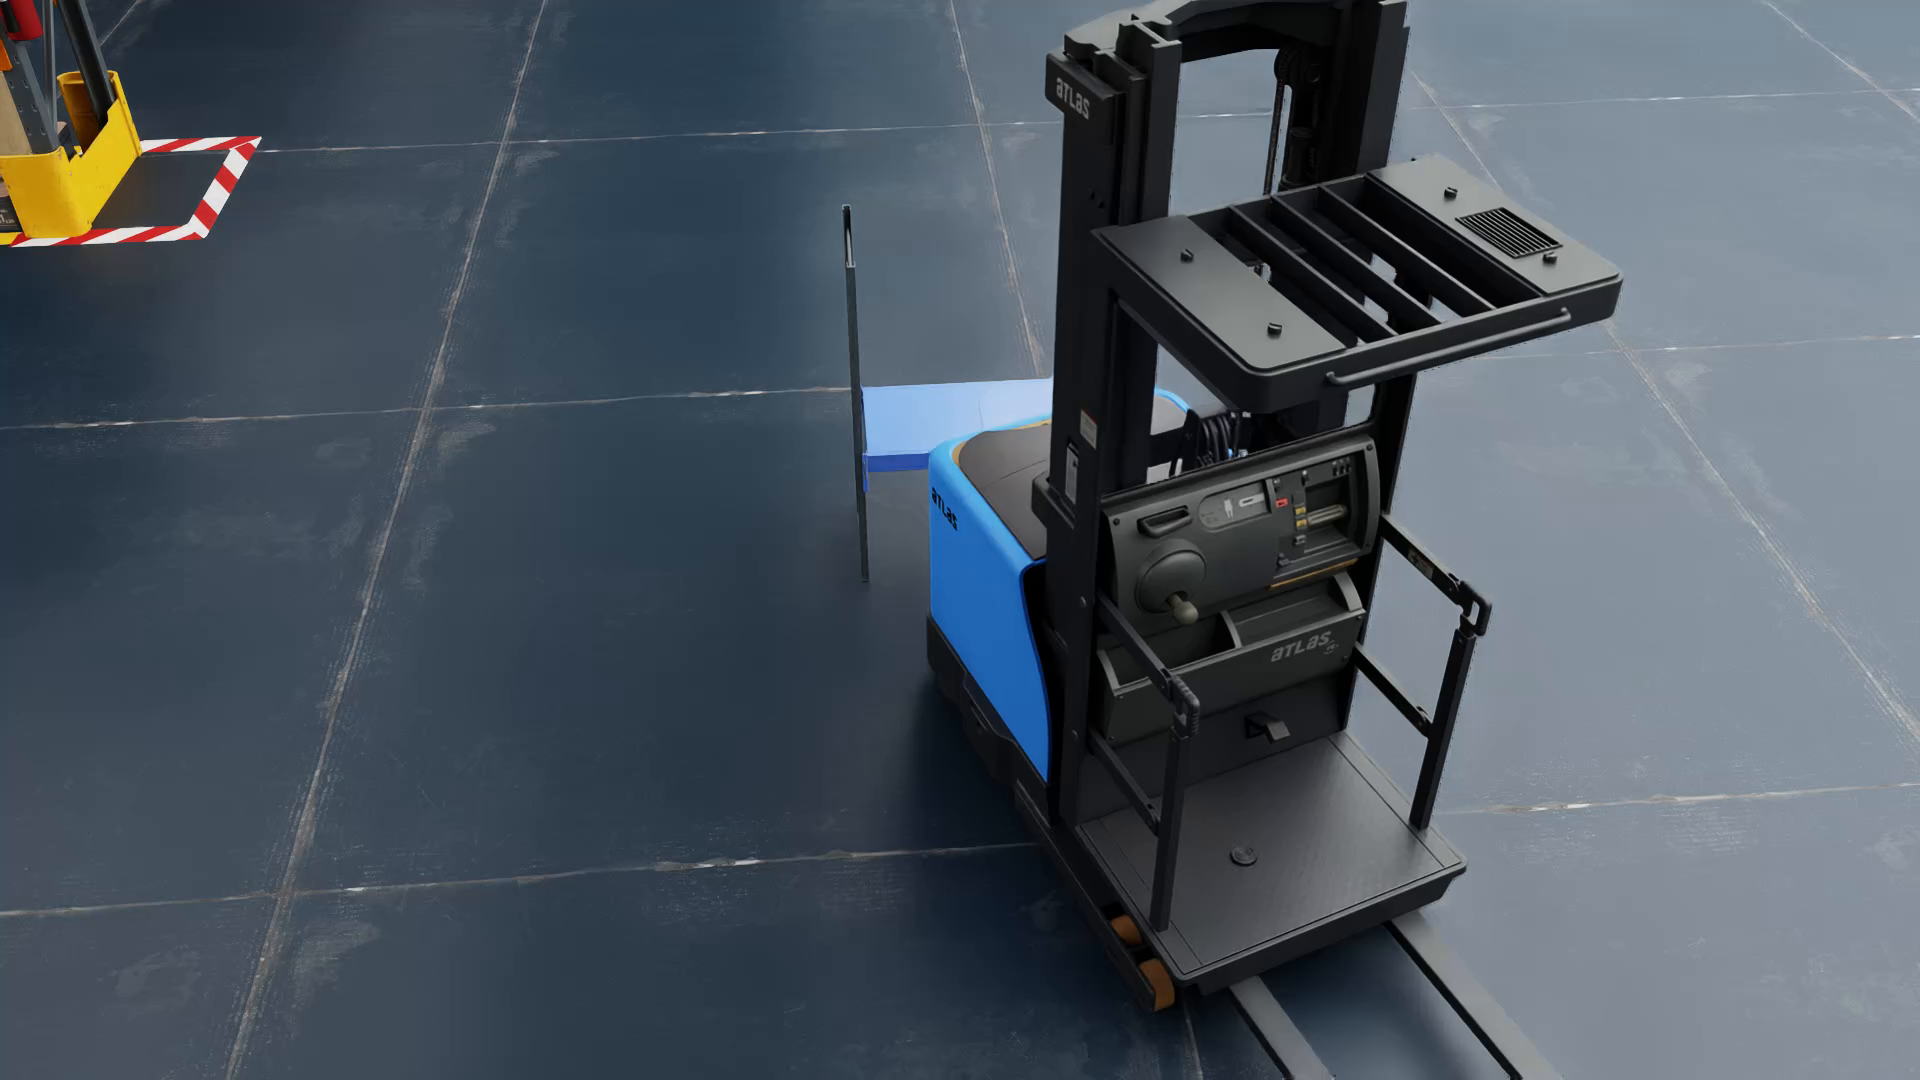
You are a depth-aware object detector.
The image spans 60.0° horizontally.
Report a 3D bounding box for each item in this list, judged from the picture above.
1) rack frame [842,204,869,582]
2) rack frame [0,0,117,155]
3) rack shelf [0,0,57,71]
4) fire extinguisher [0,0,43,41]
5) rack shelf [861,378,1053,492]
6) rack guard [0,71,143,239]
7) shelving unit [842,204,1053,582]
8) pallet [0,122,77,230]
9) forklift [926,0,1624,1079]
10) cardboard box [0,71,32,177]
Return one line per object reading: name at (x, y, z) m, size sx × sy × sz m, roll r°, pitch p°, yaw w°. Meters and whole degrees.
rack frame at (-0.421, -0.566, 6.756) m, size 0.032 × 1.500 × 0.500 m, roll -3°, pitch 38°, yaw -4°
rack frame at (-5.112, -3.253, 8.951) m, size 0.127 × 3.000 × 1.000 m, roll -3°, pitch 38°, yaw -4°
rack shelf at (-7.104, -2.861, 9.035) m, size 4.000 × 0.370 × 1.077 m, roll -3°, pitch 38°, yaw -4°
fire extinguisher at (-4.957, -2.944, 8.623) m, size 0.183 × 0.674 × 0.296 m, roll -3°, pitch 38°, yaw -4°
rack shelf at (0.085, -0.452, 6.903) m, size 1.000 × 0.185 × 0.538 m, roll -3°, pitch 38°, yaw -4°
rack guard at (-5.187, -2.267, 9.720) m, size 0.348 × 0.500 × 1.175 m, roll -3°, pitch 38°, yaw -4°
shelving unit at (0.085, -0.593, 6.791) m, size 1.048 × 1.500 × 0.538 m, roll -3°, pitch 38°, yaw -4°
pallet at (-6.000, -2.131, 9.781) m, size 1.213 × 0.211 × 1.003 m, roll -3°, pitch 38°, yaw -4°
forklift at (0.951, 0.048, 4.823) m, size 1.130 × 2.935 × 3.031 m, roll -16°, pitch 41°, yaw -19°
cardboard box at (-5.735, -2.412, 9.565) m, size 0.500 × 0.500 × 0.500 m, roll 4°, pitch 38°, yaw 4°
